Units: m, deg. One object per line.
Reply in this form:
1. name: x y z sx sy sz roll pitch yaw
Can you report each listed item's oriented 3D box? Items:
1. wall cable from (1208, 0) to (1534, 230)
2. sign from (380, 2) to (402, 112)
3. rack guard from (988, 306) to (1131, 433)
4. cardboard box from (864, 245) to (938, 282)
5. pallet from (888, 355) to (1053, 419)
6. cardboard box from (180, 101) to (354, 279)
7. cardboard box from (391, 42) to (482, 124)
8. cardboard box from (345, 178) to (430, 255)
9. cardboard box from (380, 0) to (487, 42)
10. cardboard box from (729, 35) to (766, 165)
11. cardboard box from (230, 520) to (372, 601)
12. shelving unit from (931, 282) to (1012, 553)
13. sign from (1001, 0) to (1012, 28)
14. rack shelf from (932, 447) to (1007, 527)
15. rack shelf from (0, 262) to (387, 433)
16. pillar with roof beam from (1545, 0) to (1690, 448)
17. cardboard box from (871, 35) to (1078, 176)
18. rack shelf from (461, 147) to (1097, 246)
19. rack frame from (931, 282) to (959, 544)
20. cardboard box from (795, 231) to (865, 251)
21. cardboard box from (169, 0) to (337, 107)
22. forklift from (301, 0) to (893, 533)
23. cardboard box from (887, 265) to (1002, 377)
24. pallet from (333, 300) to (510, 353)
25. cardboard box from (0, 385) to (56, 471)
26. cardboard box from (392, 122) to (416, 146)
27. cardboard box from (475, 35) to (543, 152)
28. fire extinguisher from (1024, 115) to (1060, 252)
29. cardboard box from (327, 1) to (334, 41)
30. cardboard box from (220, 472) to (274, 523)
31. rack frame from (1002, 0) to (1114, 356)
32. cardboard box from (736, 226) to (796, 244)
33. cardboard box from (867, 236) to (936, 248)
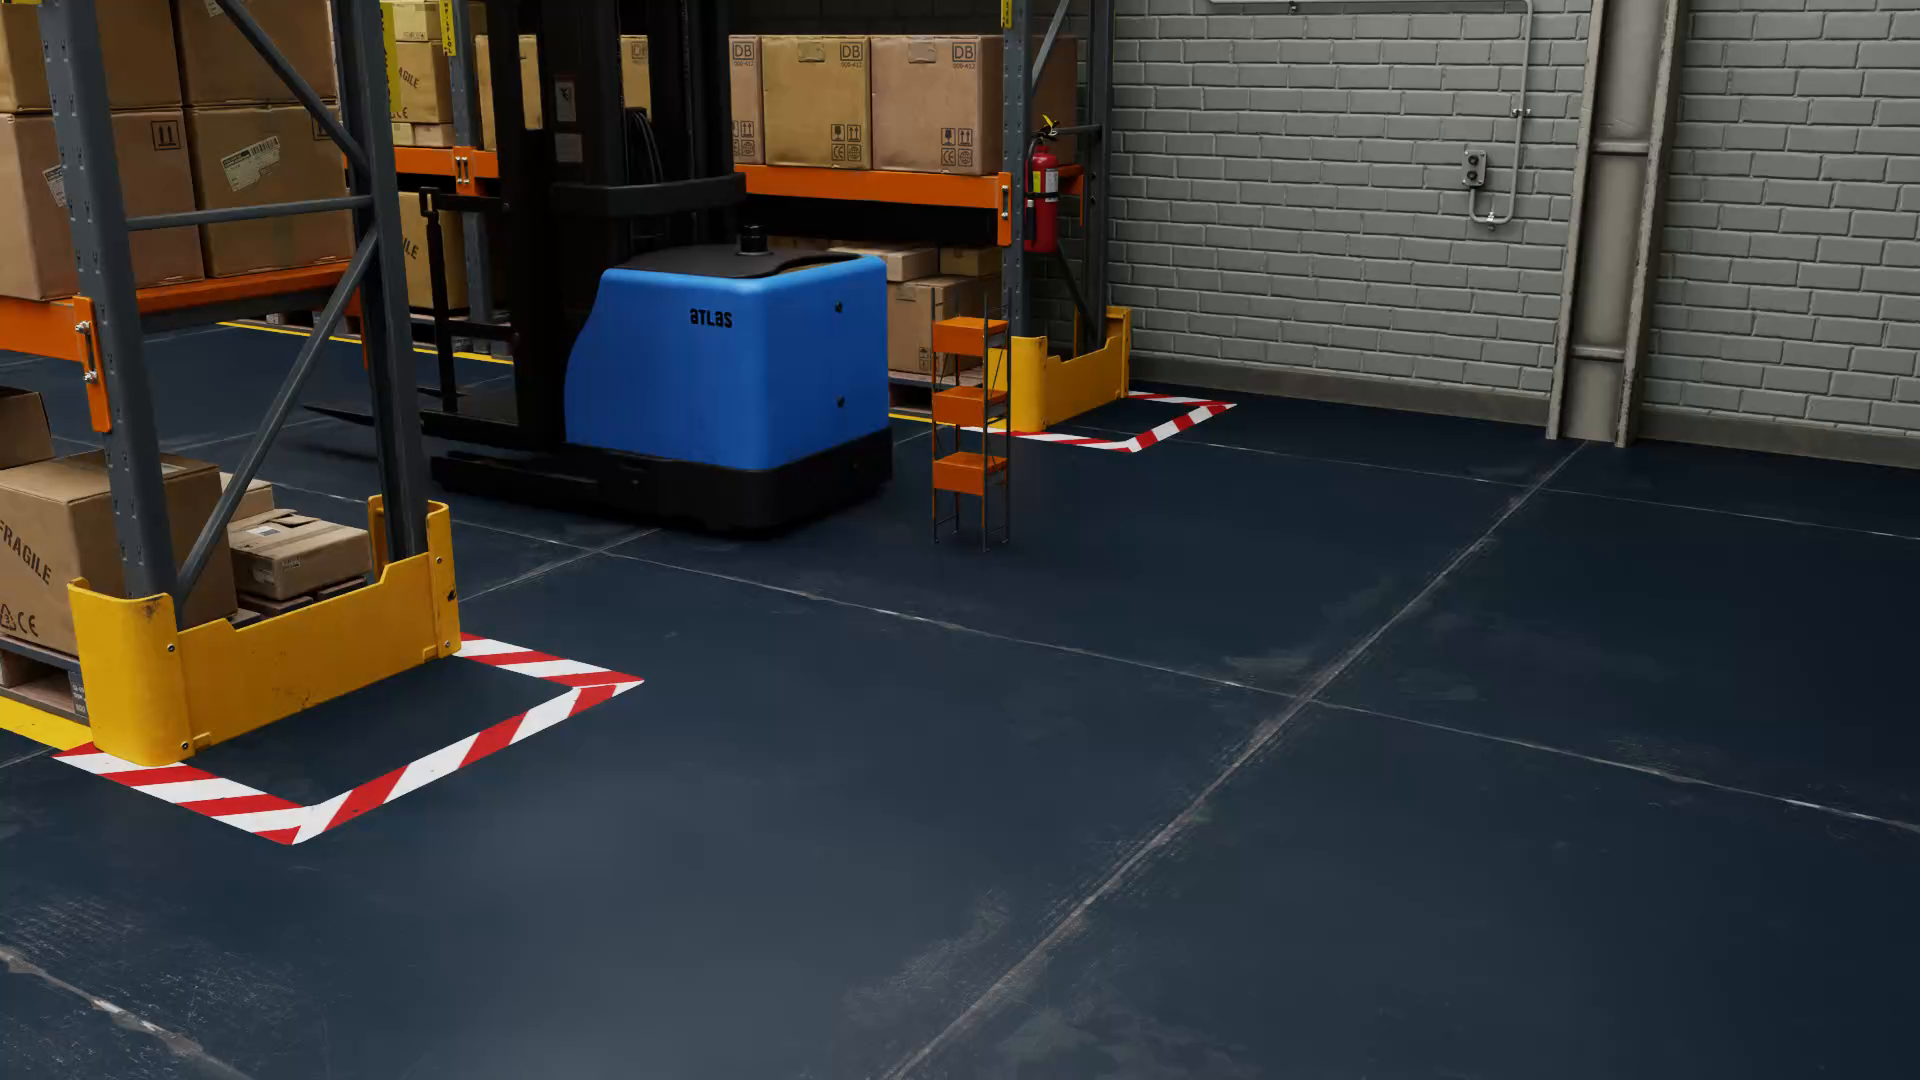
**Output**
1. wall cable: 2.115 -2.692 8.835 1.851 1.984 0.084 10 20 30
2. sign: -1.777 -1.488 5.128 0.005 0.325 0.100 10 20 30
3. rack guard: 0.549 -0.967 9.204 0.348 0.500 1.175 10 20 30
4. cardboard box: -0.325 -1.538 9.245 0.250 0.149 0.380 10 19 29
5. pallet: -0.194 -0.934 9.594 1.213 0.211 1.003 10 20 30
6. cardboard box: -2.301 -1.120 5.234 0.500 0.500 0.500 11 20 31
7. cardboard box: -3.405 -2.982 10.820 0.500 0.500 0.500 10 19 29
8. cardboard box: -4.261 -2.148 11.769 0.750 0.750 0.750 11 20 32
9. cardboard box: -3.412 -3.341 10.711 0.500 0.250 0.500 11 20 31
10. cardboard box: -1.182 -2.611 9.801 0.700 0.700 0.980 9 19 27
11. cardboard box: -2.238 0.066 5.652 0.250 0.149 0.380 10 20 30
12. shelving unit: 0.046 -0.494 6.702 0.252 1.050 0.215 10 20 30
13. sign: 0.233 -2.702 8.214 0.005 0.325 0.100 10 20 30
14. rack shelf: 0.046 -0.218 6.786 0.240 0.259 0.215 10 20 30
15. rack shelf: -3.765 -0.899 5.918 4.000 0.370 1.077 10 20 30
16. pillar with roof beam: 1.029 -3.774 3.824 0.400 9.000 9.100 10 20 30
17. cardboard box: 0.089 -2.385 9.056 0.700 0.700 0.980 11 20 33
18. rack shelf: -1.176 -2.126 9.958 4.000 0.370 1.077 10 20 30
19. rack frame: -0.058 -0.513 6.763 0.008 1.050 0.200 10 20 30
20. cardboard box: -0.771 -1.747 9.935 0.250 0.149 0.380 10 20 31
21. cardboard box: -2.301 -1.598 5.089 0.500 0.500 0.500 11 20 32
22. forklift: -1.837 -1.726 7.519 3.031 2.935 1.130 10 19 29
23. cardboard box: -0.120 -1.253 9.424 0.500 0.500 0.700 10 20 30
24. pallet: -3.577 -1.539 11.586 1.213 0.211 1.003 10 20 30
25. cardboard box: -3.866 -0.279 6.177 0.637 0.503 0.797 10 20 30
26. cardboard box: -3.544 -2.678 10.935 0.250 0.149 0.380 11 20 31
27. cardboard box: -2.426 -2.832 10.527 0.700 0.700 0.980 10 20 31
28. fire extinguisher: 0.416 -1.814 8.466 0.183 0.674 0.296 10 20 30
29. cardboard box: -3.842 -3.421 10.975 0.500 0.250 0.500 11 20 31
30. cardboard box: -2.802 -0.063 5.901 0.500 0.250 0.500 10 20 30
31. rack frame: 0.529 -2.166 8.852 0.127 3.000 1.000 10 20 30
32. cardboard box: -1.206 -1.825 10.190 0.250 0.149 0.380 10 19 29
33. cardboard box: -0.341 -1.671 9.683 0.250 0.149 0.380 10 20 30
